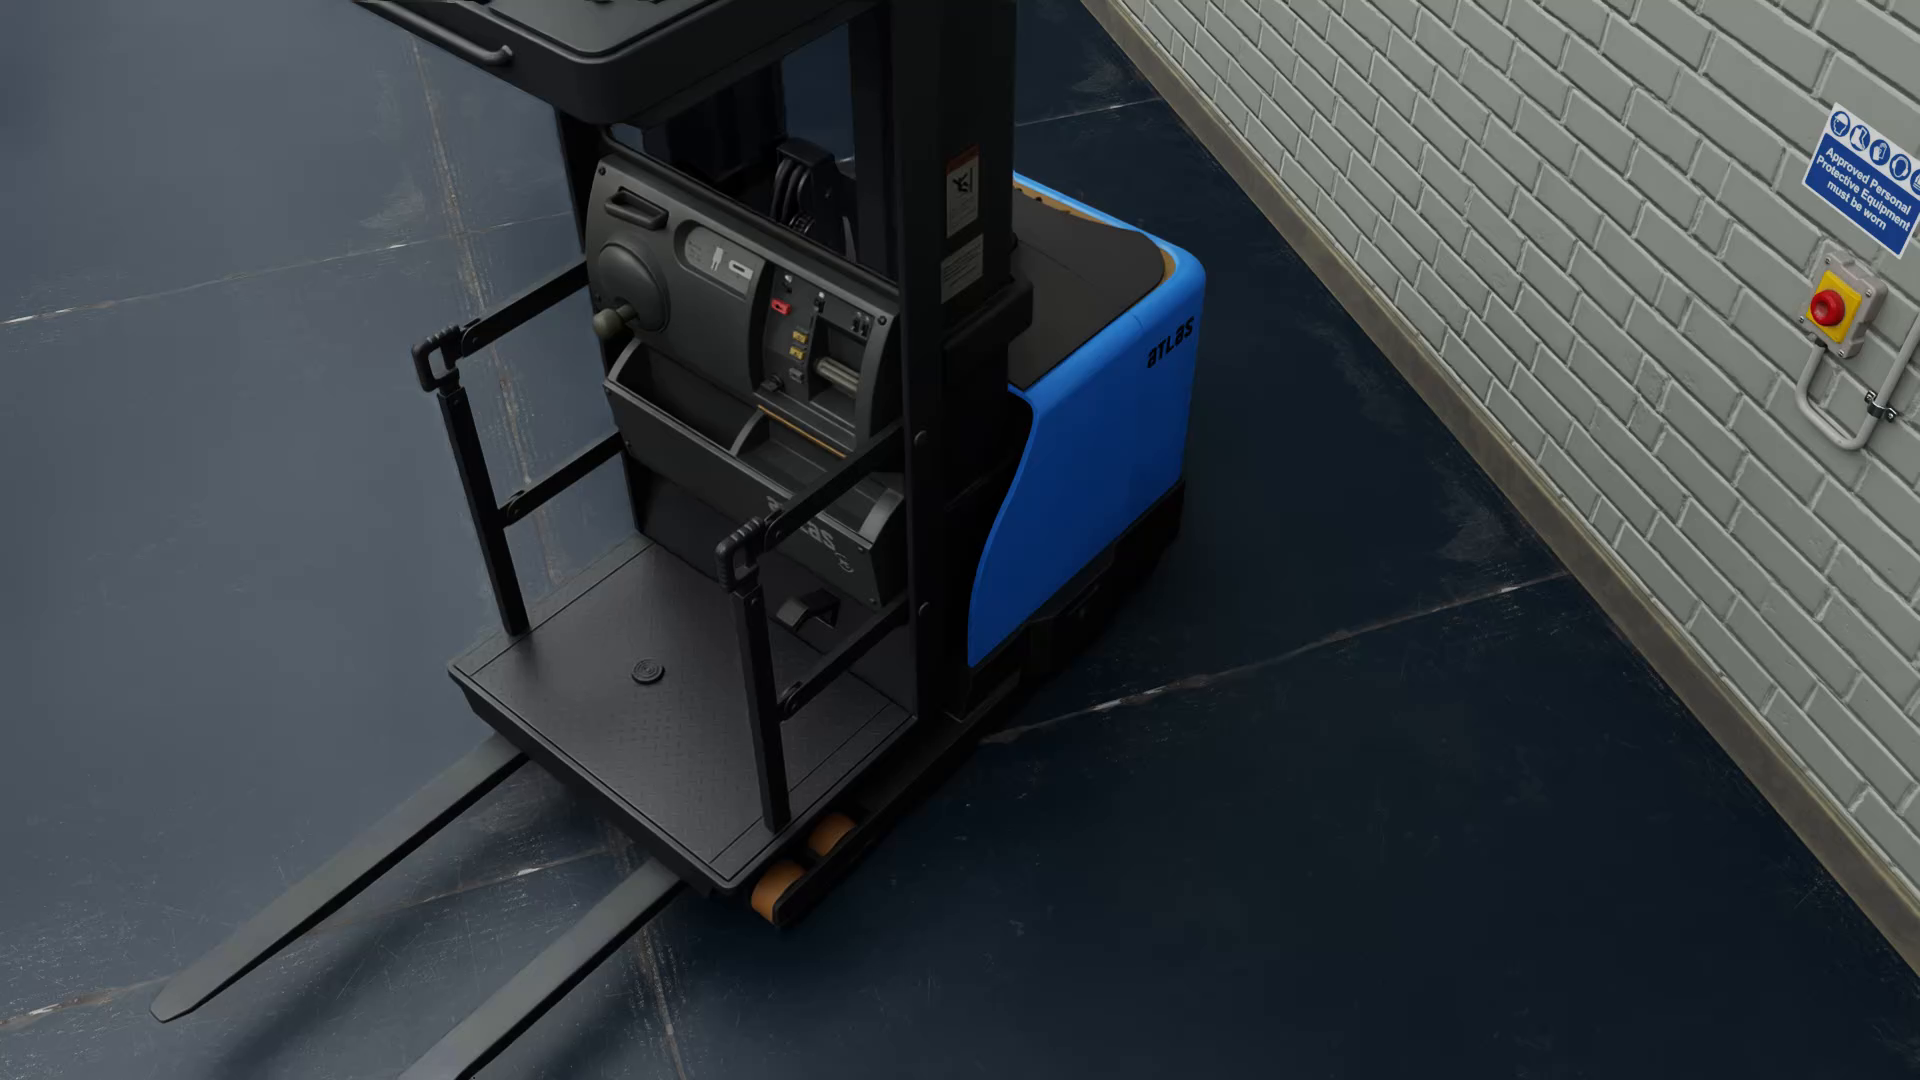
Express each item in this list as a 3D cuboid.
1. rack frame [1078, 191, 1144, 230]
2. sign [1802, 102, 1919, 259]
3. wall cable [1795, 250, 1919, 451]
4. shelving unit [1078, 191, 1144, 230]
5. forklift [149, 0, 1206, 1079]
[{"bbox_3d":[0.451,-0.682,5.294,0.240,0.900,0.006,31,53,27],"label":"rack frame"},{"bbox_3d":[2.047,-0.812,3.751,0.001,0.218,0.327,-14,47,-14],"label":"sign"},{"bbox_3d":[2.006,-1.039,3.429,0.123,1.953,0.585,-14,47,-14],"label":"wall cable"},{"bbox_3d":[0.386,-0.627,5.239,0.258,0.900,0.210,31,53,27],"label":"shelving unit"},{"bbox_3d":[-0.650,-0.459,3.638,1.130,2.935,3.031,31,53,27],"label":"forklift"}]
